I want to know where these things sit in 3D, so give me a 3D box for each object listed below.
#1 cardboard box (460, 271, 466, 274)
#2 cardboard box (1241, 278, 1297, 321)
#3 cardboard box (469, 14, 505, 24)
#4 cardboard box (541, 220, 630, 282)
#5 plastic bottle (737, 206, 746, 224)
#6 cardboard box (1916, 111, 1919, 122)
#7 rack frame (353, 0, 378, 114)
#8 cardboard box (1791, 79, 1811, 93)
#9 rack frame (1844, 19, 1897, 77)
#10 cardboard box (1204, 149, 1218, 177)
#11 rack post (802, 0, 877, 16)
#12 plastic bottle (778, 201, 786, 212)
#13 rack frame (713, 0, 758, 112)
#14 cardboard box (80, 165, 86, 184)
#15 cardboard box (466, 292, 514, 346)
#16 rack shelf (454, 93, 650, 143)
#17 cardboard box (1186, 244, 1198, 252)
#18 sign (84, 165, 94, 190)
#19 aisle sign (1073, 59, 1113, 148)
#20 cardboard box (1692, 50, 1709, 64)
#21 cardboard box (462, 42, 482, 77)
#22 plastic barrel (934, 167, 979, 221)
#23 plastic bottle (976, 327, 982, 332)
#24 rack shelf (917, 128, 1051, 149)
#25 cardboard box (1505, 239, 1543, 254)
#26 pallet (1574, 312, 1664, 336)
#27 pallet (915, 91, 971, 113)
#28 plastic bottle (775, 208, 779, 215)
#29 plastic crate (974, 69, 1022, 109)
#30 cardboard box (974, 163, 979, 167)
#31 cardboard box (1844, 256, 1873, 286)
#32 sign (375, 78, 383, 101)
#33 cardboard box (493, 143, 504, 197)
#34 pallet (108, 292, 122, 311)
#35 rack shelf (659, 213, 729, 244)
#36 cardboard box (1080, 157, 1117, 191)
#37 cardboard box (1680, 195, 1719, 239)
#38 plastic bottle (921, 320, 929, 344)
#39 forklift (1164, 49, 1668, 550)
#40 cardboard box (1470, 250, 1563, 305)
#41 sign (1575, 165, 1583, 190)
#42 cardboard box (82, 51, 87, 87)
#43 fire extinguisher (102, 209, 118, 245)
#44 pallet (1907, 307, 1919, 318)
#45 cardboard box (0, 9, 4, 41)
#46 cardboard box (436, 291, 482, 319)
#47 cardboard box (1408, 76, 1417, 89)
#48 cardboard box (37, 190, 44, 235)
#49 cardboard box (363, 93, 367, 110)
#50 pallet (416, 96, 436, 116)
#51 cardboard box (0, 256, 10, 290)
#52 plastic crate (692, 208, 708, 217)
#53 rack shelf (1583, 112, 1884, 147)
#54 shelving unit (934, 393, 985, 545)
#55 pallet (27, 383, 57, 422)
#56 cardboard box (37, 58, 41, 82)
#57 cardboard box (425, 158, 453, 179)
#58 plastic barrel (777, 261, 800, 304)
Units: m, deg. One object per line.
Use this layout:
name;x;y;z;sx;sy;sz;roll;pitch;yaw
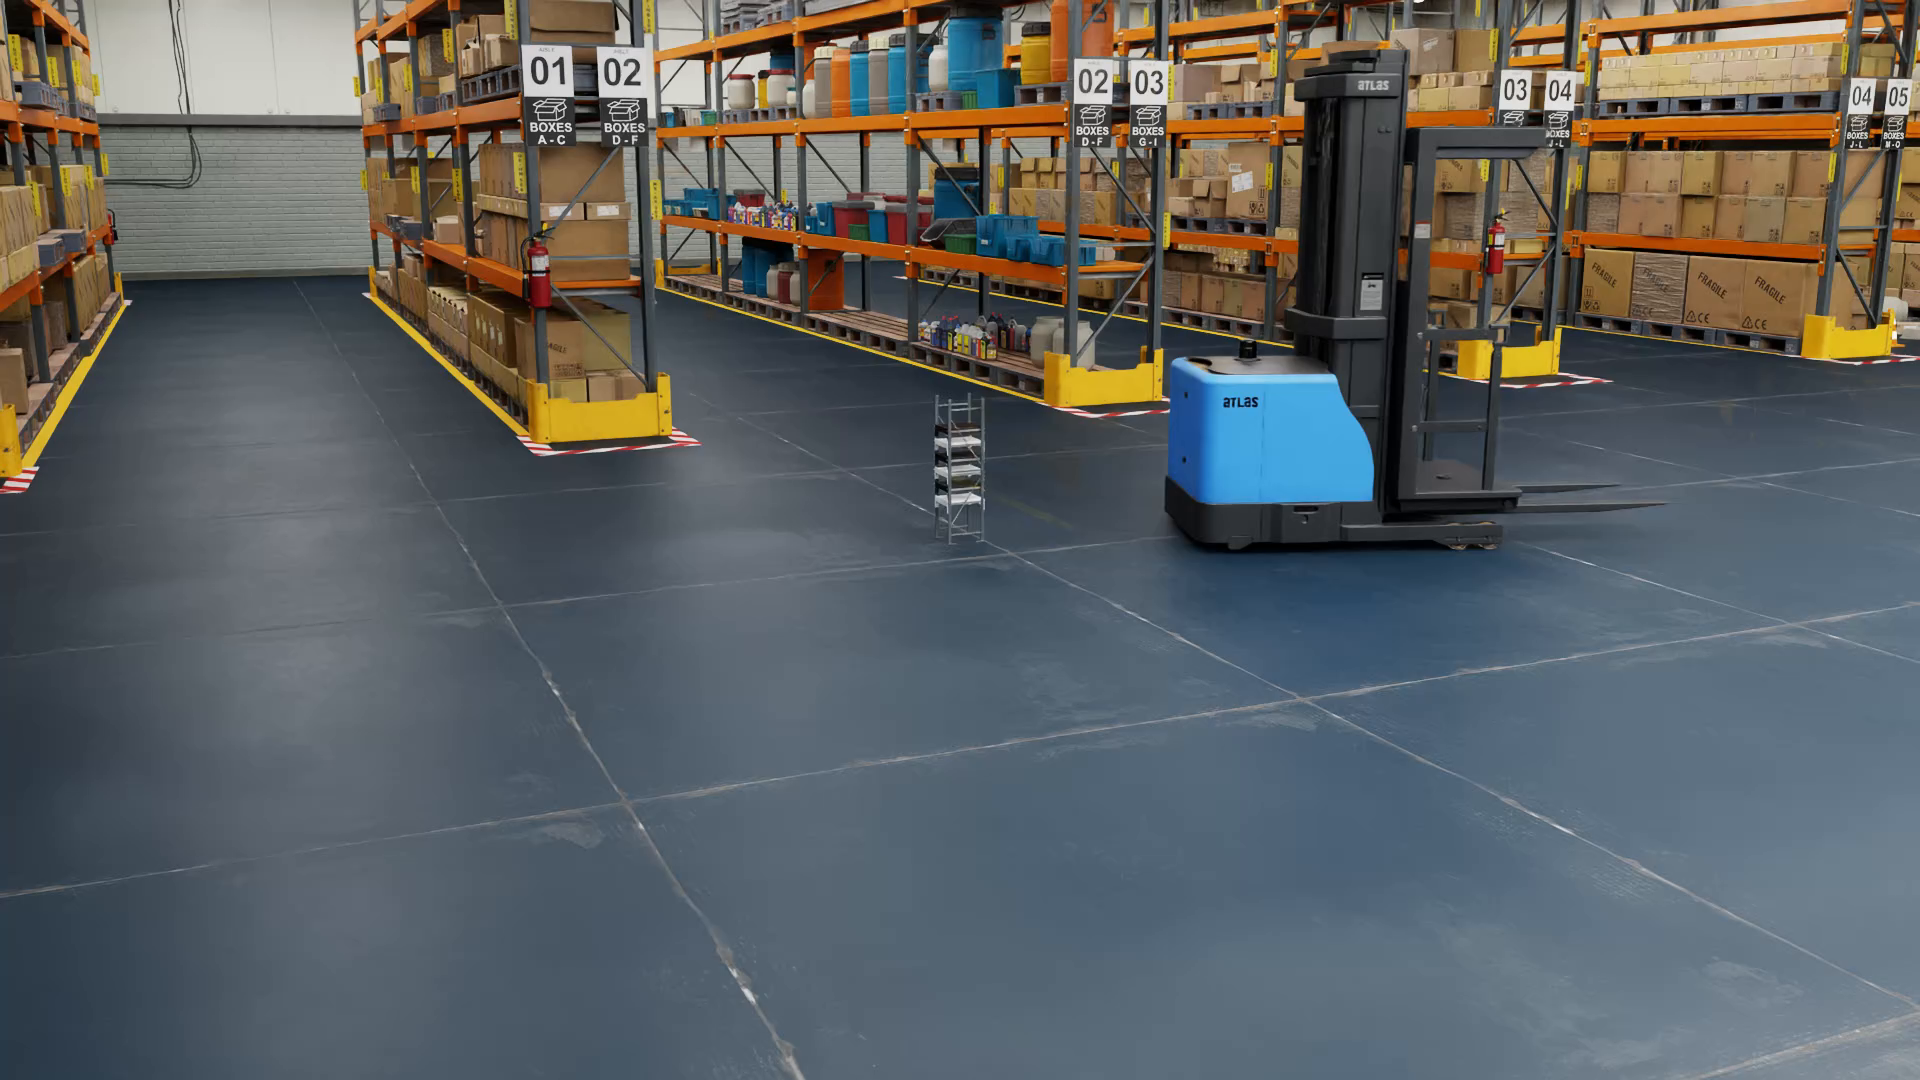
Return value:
cardboard box;-7.026;-3.546;23.605;0.500;0.500;0.500;-5;14;-22
cardboard box;4.179;-3.198;22.104;0.700;0.500;0.500;-7;15;-27
cardboard box;-4.884;-5.268;17.565;0.500;0.500;0.500;-5;14;-22
cardboard box;-3.246;-2.499;14.292;0.700;0.500;0.500;-6;14;-23
plastic bottle;-3.354;-5.012;25.649;0.152;0.276;0.135;-6;14;-23
cardboard box;13.801;-6.009;23.583;0.380;0.149;0.250;-6;14;-25
rack frame;-9.480;-8.581;27.488;1.000;3.000;0.127;-6;14;-23
cardboard box;10.049;-5.356;19.611;0.380;0.149;0.250;-5;14;-22
rack frame;13.486;-7.891;24.506;1.000;3.000;0.127;-6;14;-23
cardboard box;4.946;-7.120;31.380;0.500;0.500;0.500;-5;14;-21
rack post;-1.000;-7.045;20.408;1.013;1.000;3.121;-6;14;-23
plastic bottle;-2.727;-5.043;25.615;0.144;0.351;0.185;-6;14;-23
rack frame;-3.337;-8.201;25.847;1.000;3.000;0.127;-6;14;-23
cardboard box;-11.993;-4.879;22.209;0.500;0.250;0.500;-5;14;-22
cardboard box;-4.774;-2.285;17.094;0.500;0.500;0.500;-6;14;-23
rack shelf;-3.872;-3.877;15.410;1.077;0.370;4.000;-6;14;-23
cardboard box;4.628;-5.676;32.312;0.380;0.149;0.250;-5;14;-22
sign;-11.921;-4.960;22.756;0.100;0.325;0.005;-6;14;-23
aisle sign;1.226;-4.024;15.338;0.394;0.787;0.004;-6;14;-23
cardboard box;9.435;-6.061;20.887;0.380;0.149;0.250;-6;14;-23
cardboard box;-4.496;-4.630;16.027;0.500;0.311;0.500;-6;15;-26
plastic barrel;-0.010;-3.977;19.789;0.600;0.901;0.708;-6;14;-23
plastic bottle;0.182;-2.200;18.290;0.152;0.276;0.135;-6;14;-23
rack shelf;0.400;-7.250;29.985;1.077;0.370;4.000;-6;14;-23
cardboard box;6.112;-3.204;18.120;0.380;0.149;0.250;-6;14;-23
pallet;9.224;-2.977;22.766;1.003;0.211;1.213;-6;14;-23
pallet;0.246;-4.855;18.459;1.213;0.211;1.003;-6;14;-23
plastic bottle;-2.688;-4.727;24.402;0.061;0.283;0.133;-6;14;-23
plastic crate;0.430;-4.619;17.060;0.392;0.384;0.575;-6;14;-23
cardboard box;0.575;-6.338;29.110;0.500;0.500;0.500;-5;14;-22
cardboard box;13.475;-4.052;24.729;0.500;0.500;0.500;-5;14;-20
sign;-8.371;-6.494;23.979;0.100;0.325;0.005;-6;14;-23
cardboard box;-4.086;-3.561;16.003;0.700;0.500;0.500;-6;14;-23
pallet;-13.625;-3.693;25.859;1.003;0.211;1.213;-6;14;-23
rack shelf;-4.138;-5.341;28.390;1.077;0.370;4.000;-6;14;-23
cardboard box;2.267;-5.724;26.003;0.797;0.503;0.637;-5;14;-22
cardboard box;9.803;-4.164;21.375;0.875;0.550;0.500;-6;14;-23
plastic bottle;-0.407;-2.405;19.185;0.097;0.271;0.097;0;13;0
forklift;2.886;-1.485;10.286;3.031;2.935;1.130;-1;13;-5
cardboard box;8.277;-3.928;24.749;1.050;0.750;0.750;-6;14;-23
sign;8.497;-4.974;22.819;0.100;0.325;0.005;-6;14;-23
cardboard box;-13.067;-6.879;24.303;0.500;0.500;0.500;-6;14;-25
fire extinguisher;-13.655;-5.063;26.593;0.296;0.674;0.183;-6;14;-23
pallet;14.280;-3.221;23.821;1.003;0.211;1.213;-6;14;-23
cardboard box;-8.531;-4.546;14.222;0.500;0.500;0.500;-5;14;-20
cardboard box;-5.914;-2.795;19.719;0.500;0.311;0.500;-6;14;-24
cardboard box;5.096;-5.128;18.669;0.380;0.149;0.250;-6;15;-26
cardboard box;-10.096;-3.469;17.507;0.700;0.500;0.500;-6;14;-23
cardboard box;-9.319;-7.056;26.778;0.500;0.250;0.500;-6;14;-23
pallet;-5.921;-5.243;20.135;1.213;0.211;1.003;-5;14;-20
cardboard box;-7.733;-2.076;12.977;0.500;0.250;0.500;-6;14;-25
plastic crate;-4.310;-5.512;27.984;0.293;0.136;0.466;-6;14;-23
rack shelf;9.792;-5.198;21.118;1.077;0.370;4.000;-6;14;-23
shelving unit;-0.003;-0.440;10.276;0.258;0.900;0.210;-6;14;-23
pallet;-8.909;-1.237;15.245;1.003;0.211;1.213;-6;14;-23
cardboard box;-11.739;-5.698;20.486;0.700;0.500;0.500;-6;14;-23
cardboard box;-7.808;-5.490;25.000;0.500;0.500;0.500;-5;14;-21
plastic barrel;-2.399;-3.815;24.616;0.600;0.588;0.708;-6;14;-23
